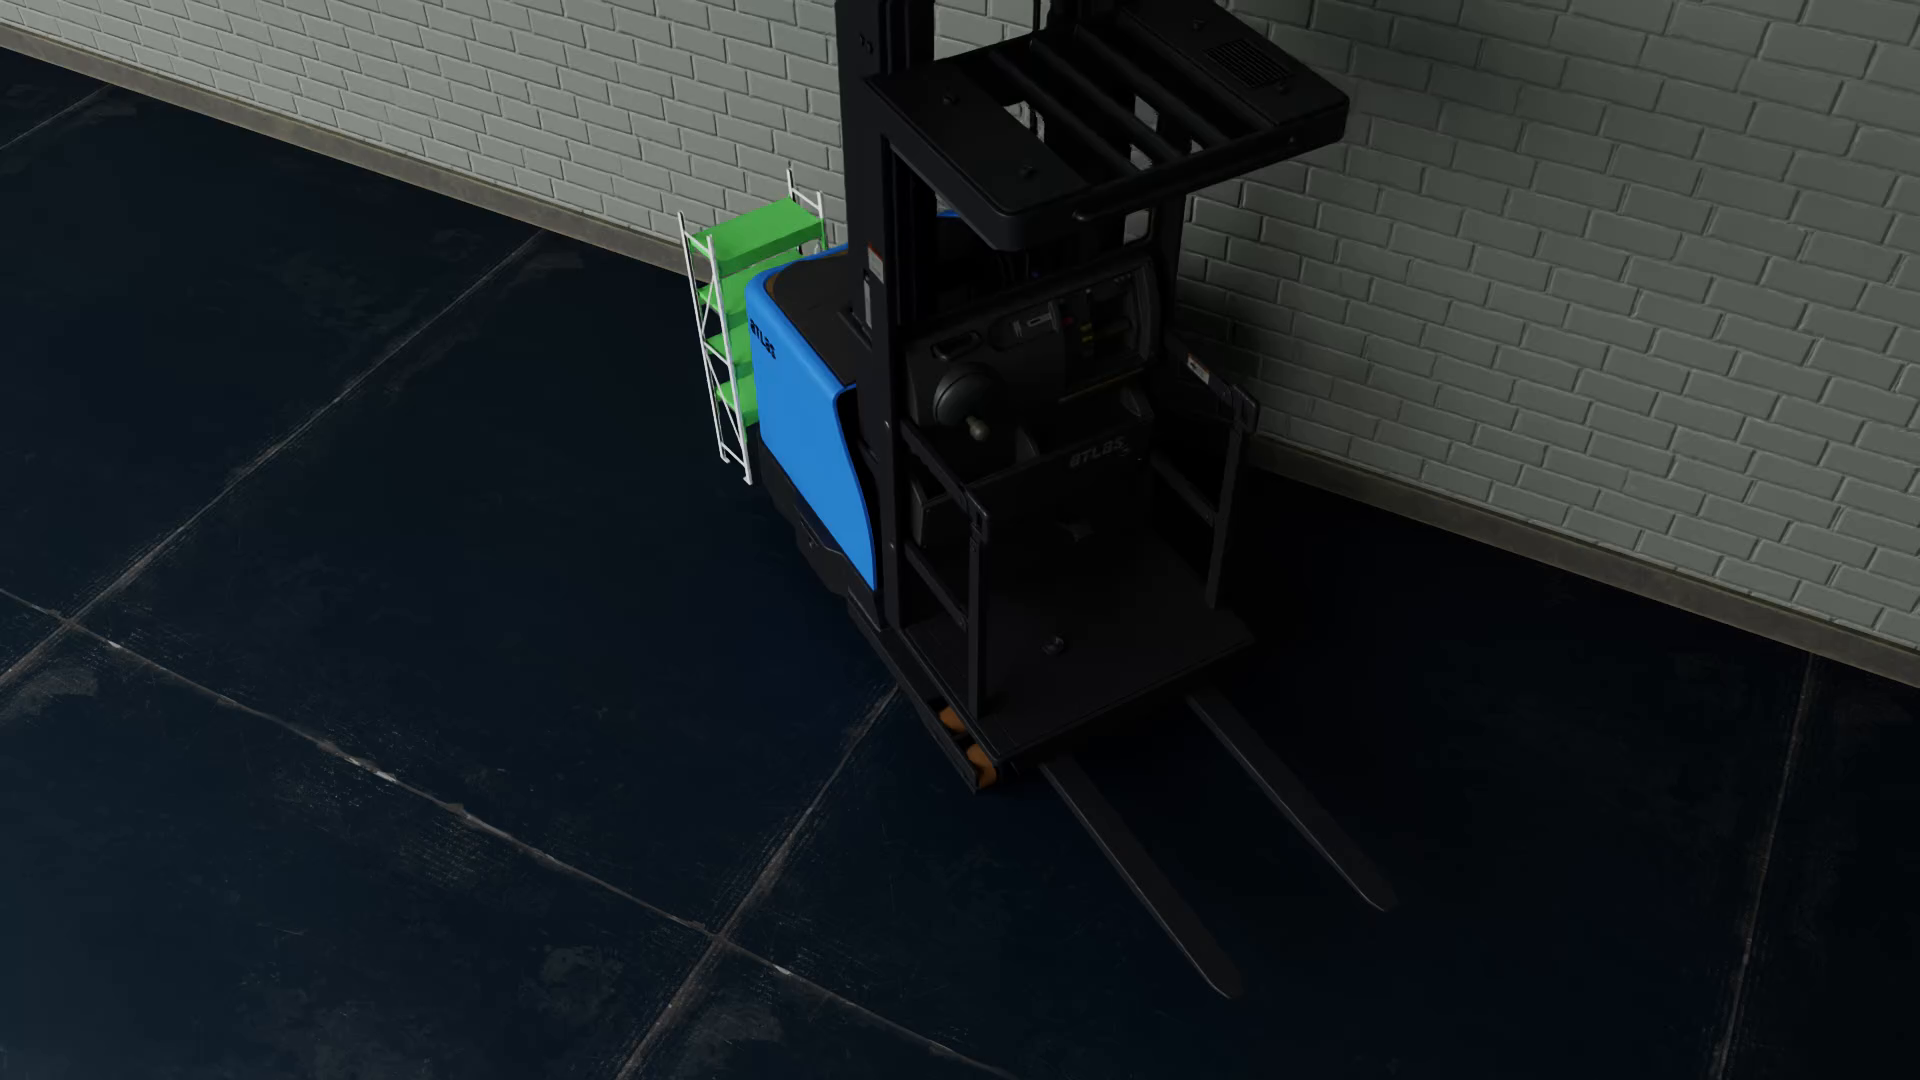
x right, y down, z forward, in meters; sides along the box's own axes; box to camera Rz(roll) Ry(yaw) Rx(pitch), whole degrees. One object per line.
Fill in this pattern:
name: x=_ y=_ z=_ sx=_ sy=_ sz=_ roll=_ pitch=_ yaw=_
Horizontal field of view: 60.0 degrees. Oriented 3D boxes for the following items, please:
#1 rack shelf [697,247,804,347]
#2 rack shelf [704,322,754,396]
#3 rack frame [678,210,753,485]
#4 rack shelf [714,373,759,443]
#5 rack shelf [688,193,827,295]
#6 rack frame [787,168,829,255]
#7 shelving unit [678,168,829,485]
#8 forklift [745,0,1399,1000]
rack shelf: x=-0.779 y=-0.973 z=6.609 sx=0.480 sy=0.148 sz=0.258 roll=-28 pitch=48 yaw=-25
rack shelf: x=-0.770 y=-0.795 z=6.770 sx=0.480 sy=0.148 sz=0.258 roll=-28 pitch=48 yaw=-25
rack frame: x=-0.968 y=-0.738 z=6.624 sx=0.015 sy=1.200 sz=0.240 roll=-28 pitch=48 yaw=-25
rack shelf: x=-0.760 y=-0.617 z=6.931 sx=0.480 sy=0.148 sz=0.258 roll=-28 pitch=48 yaw=-25
rack shelf: x=-0.789 y=-1.150 z=6.448 sx=0.480 sy=0.148 sz=0.258 roll=-28 pitch=48 yaw=-25
rack frame: x=-0.577 y=-0.946 z=6.830 sx=0.015 sy=1.200 sz=0.240 roll=-28 pitch=48 yaw=-25
shelving unit: x=-0.772 y=-0.842 z=6.727 sx=0.503 sy=1.200 sz=0.258 roll=-28 pitch=48 yaw=-25
forklift: x=0.352 y=-0.526 z=5.210 sx=1.130 sy=2.935 sz=3.031 roll=-22 pitch=49 yaw=-21
